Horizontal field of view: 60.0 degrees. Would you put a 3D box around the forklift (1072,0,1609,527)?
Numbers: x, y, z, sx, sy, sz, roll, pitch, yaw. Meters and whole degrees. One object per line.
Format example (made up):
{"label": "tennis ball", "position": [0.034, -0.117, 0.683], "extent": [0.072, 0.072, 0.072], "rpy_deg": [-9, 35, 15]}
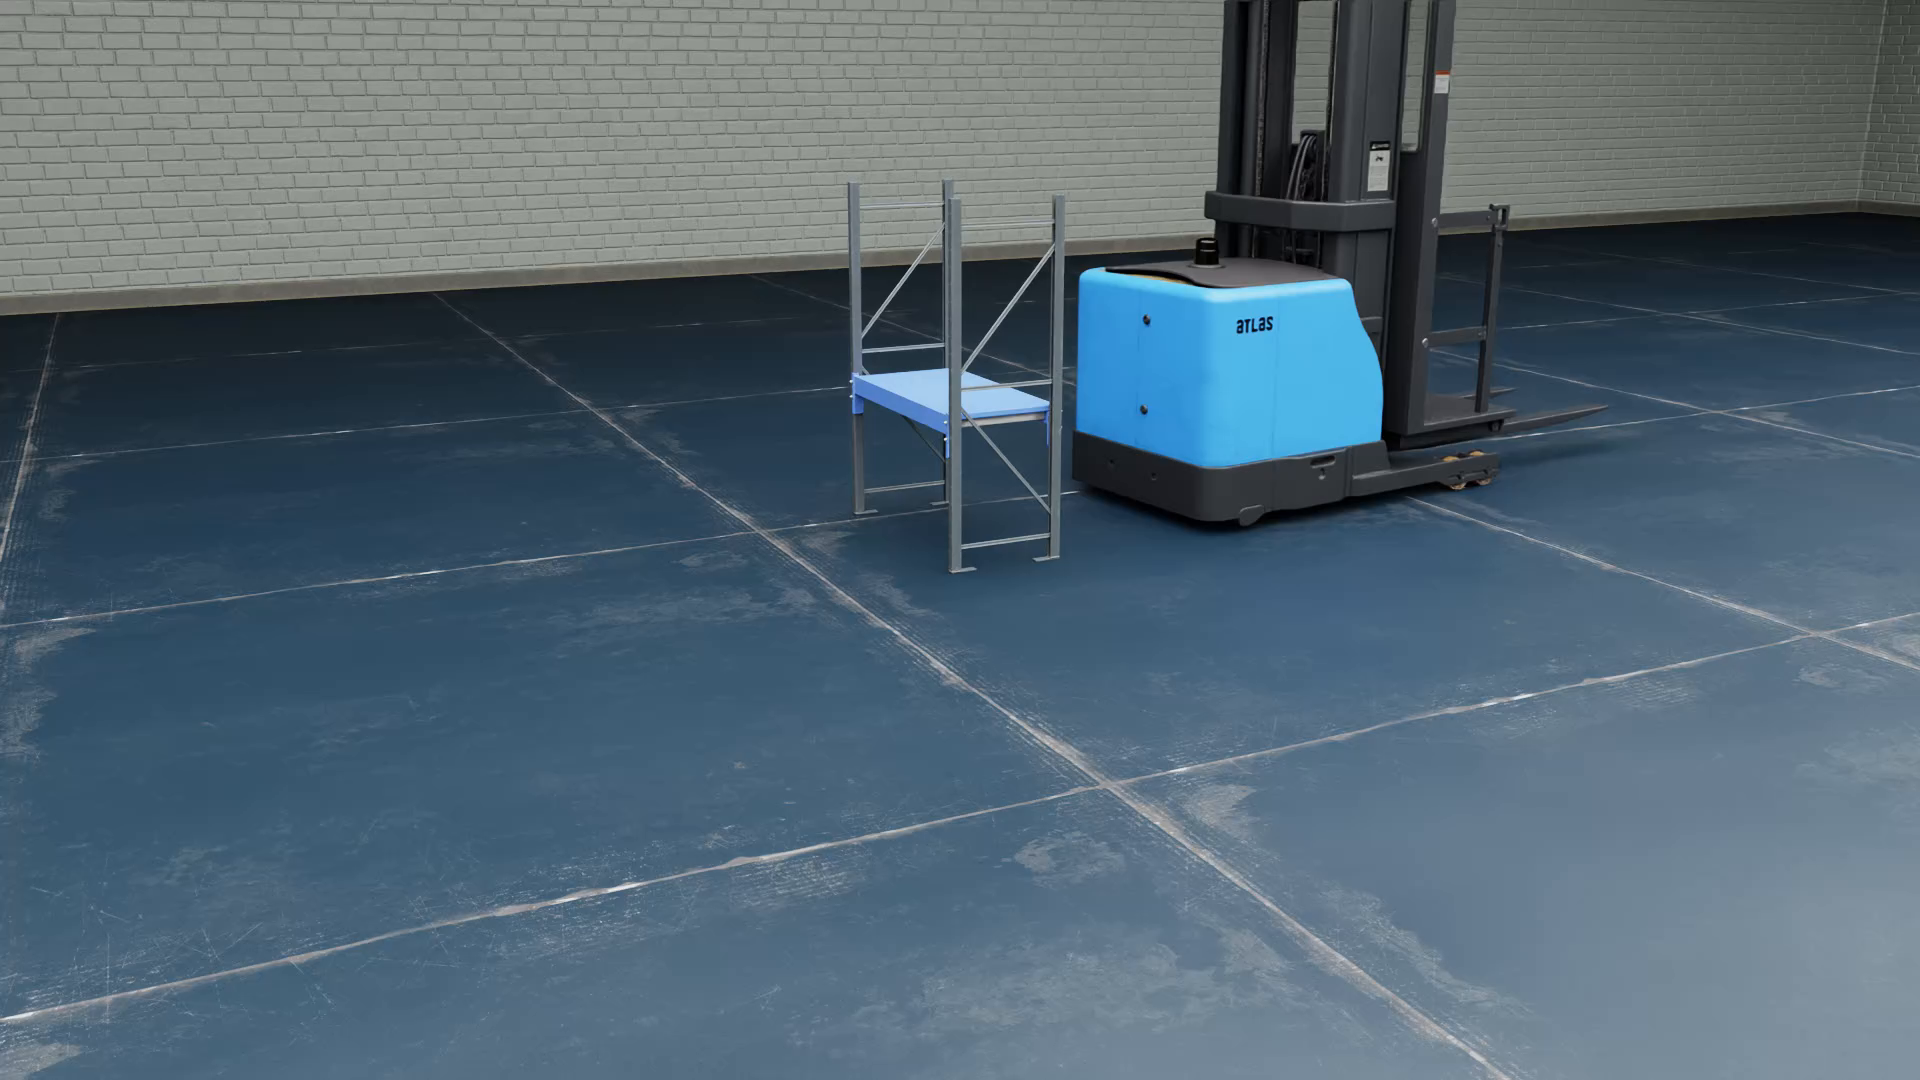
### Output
{"label": "forklift", "position": [2.052, -1.760, 8.069], "extent": [3.031, 2.935, 1.130], "rpy_deg": [-10, 19, -32]}

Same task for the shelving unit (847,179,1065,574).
{"label": "shelving unit", "position": [-0.037, -0.742, 7.117], "extent": [0.538, 1.500, 1.048], "rpy_deg": [-8, 18, -25]}

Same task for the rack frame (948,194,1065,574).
{"label": "rack frame", "position": [0.185, -0.616, 6.678], "extent": [0.500, 1.500, 0.032], "rpy_deg": [-8, 18, -25]}

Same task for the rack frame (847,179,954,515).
{"label": "rack frame", "position": [-0.260, -0.868, 7.557], "extent": [0.500, 1.500, 0.032], "rpy_deg": [-8, 18, -25]}

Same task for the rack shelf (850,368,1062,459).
{"label": "rack shelf", "position": [-0.037, -0.569, 7.167], "extent": [0.538, 0.185, 1.000], "rpy_deg": [-8, 18, -25]}
